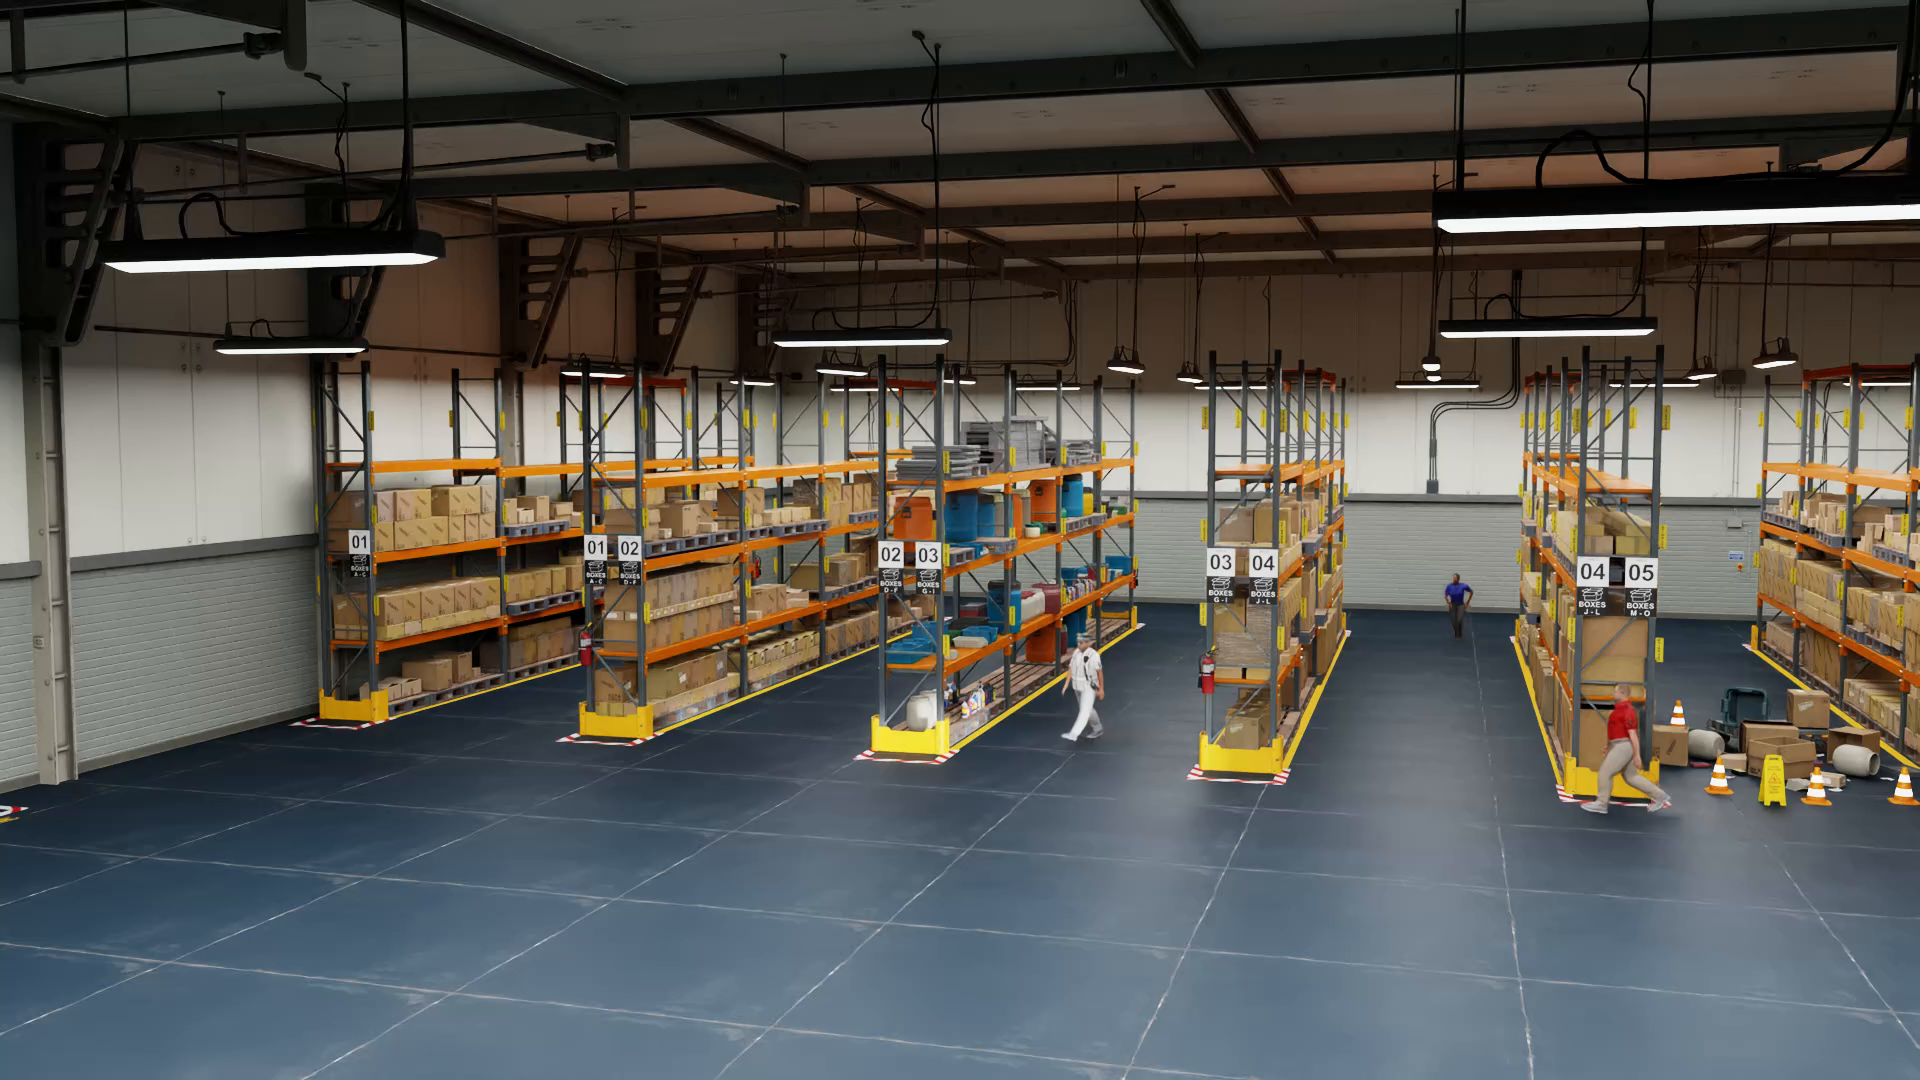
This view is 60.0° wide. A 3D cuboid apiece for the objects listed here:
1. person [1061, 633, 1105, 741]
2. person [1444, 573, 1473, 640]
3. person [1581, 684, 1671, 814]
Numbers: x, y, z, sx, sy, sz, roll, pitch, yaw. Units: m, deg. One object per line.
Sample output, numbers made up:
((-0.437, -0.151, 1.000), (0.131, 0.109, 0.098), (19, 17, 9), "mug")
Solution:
((1.871, 2.286, 25.861), (1.092, 1.698, 0.562), (-3, 5, -37), "person")
((11.342, 1.522, 37.816), (0.617, 1.567, 0.732), (2, 5, 26), "person")
((8.477, 2.654, 21.136), (1.064, 1.662, 0.585), (2, 4, 21), "person")
